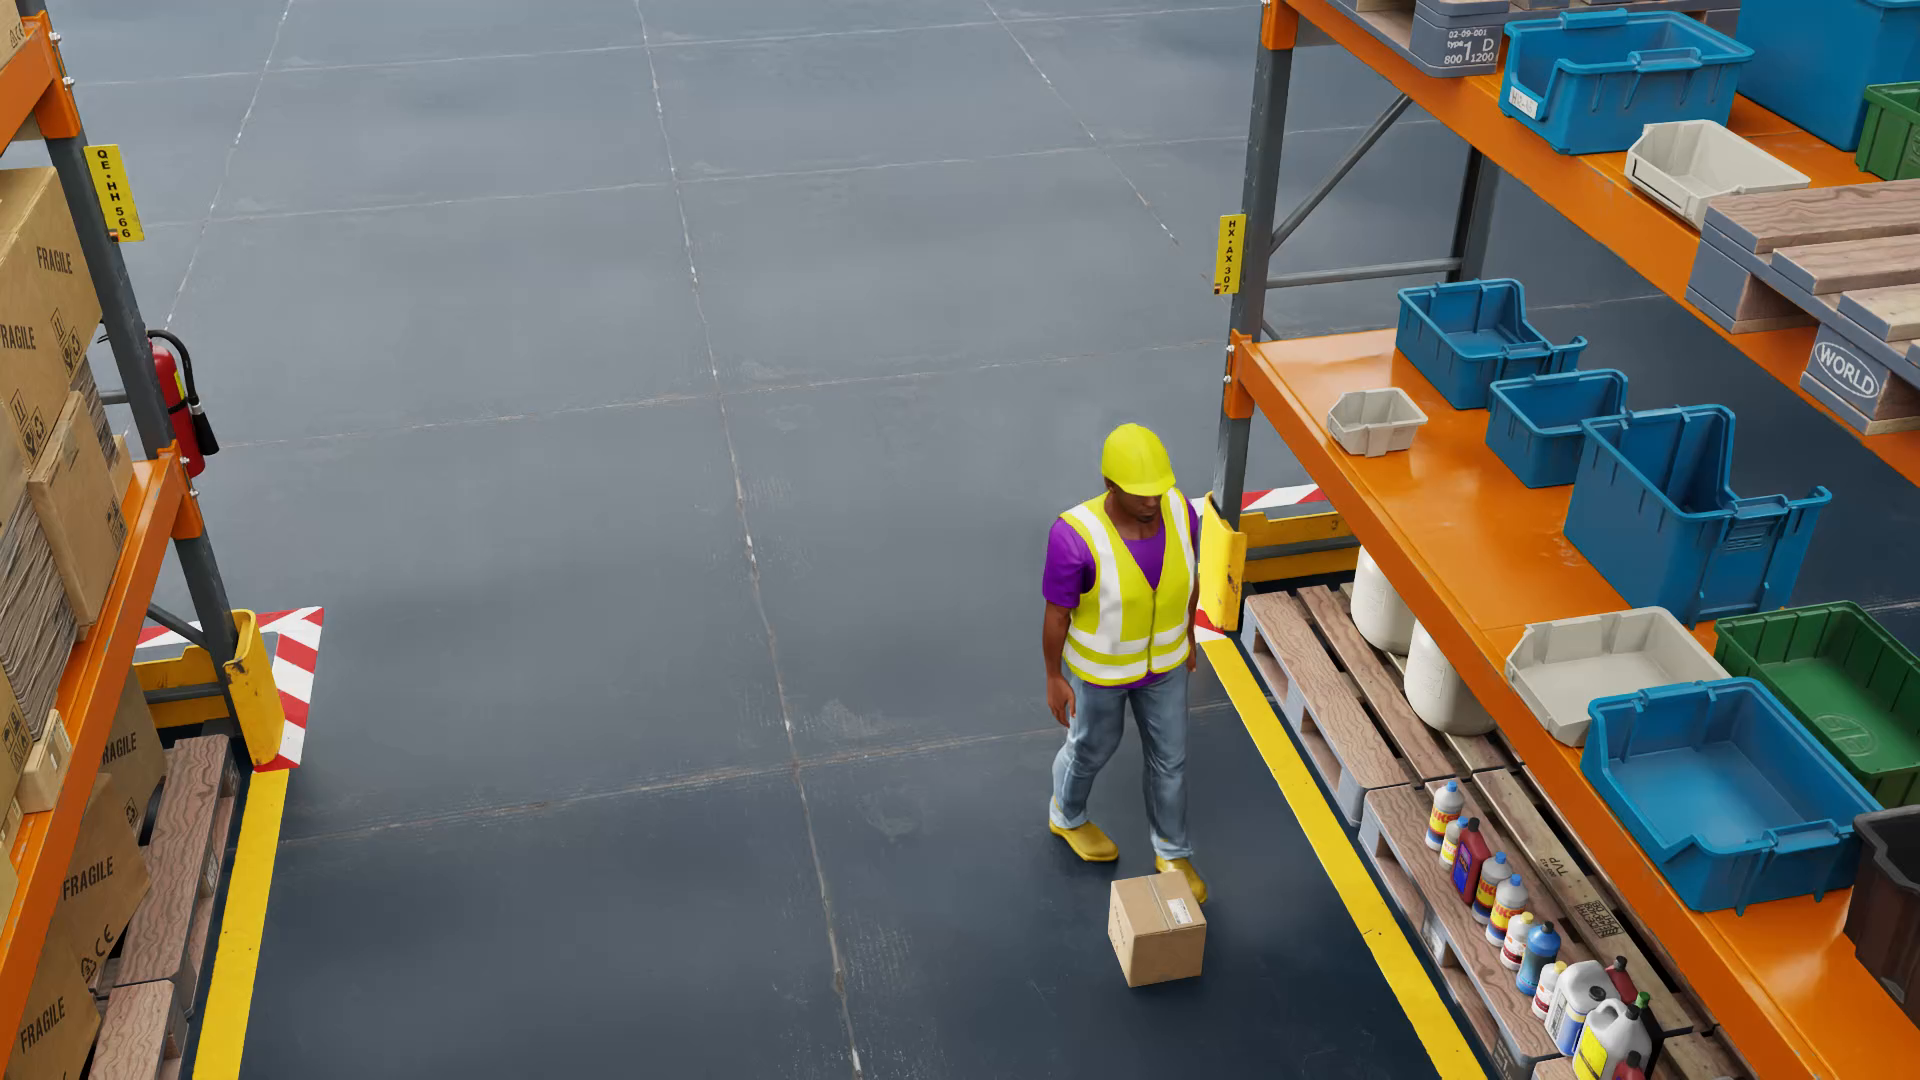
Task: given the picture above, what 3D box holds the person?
[{"bbox_3d":[0.594,0.439,5.470,0.592,1.761,0.667,-14,37,-20],"label":"person"}]
